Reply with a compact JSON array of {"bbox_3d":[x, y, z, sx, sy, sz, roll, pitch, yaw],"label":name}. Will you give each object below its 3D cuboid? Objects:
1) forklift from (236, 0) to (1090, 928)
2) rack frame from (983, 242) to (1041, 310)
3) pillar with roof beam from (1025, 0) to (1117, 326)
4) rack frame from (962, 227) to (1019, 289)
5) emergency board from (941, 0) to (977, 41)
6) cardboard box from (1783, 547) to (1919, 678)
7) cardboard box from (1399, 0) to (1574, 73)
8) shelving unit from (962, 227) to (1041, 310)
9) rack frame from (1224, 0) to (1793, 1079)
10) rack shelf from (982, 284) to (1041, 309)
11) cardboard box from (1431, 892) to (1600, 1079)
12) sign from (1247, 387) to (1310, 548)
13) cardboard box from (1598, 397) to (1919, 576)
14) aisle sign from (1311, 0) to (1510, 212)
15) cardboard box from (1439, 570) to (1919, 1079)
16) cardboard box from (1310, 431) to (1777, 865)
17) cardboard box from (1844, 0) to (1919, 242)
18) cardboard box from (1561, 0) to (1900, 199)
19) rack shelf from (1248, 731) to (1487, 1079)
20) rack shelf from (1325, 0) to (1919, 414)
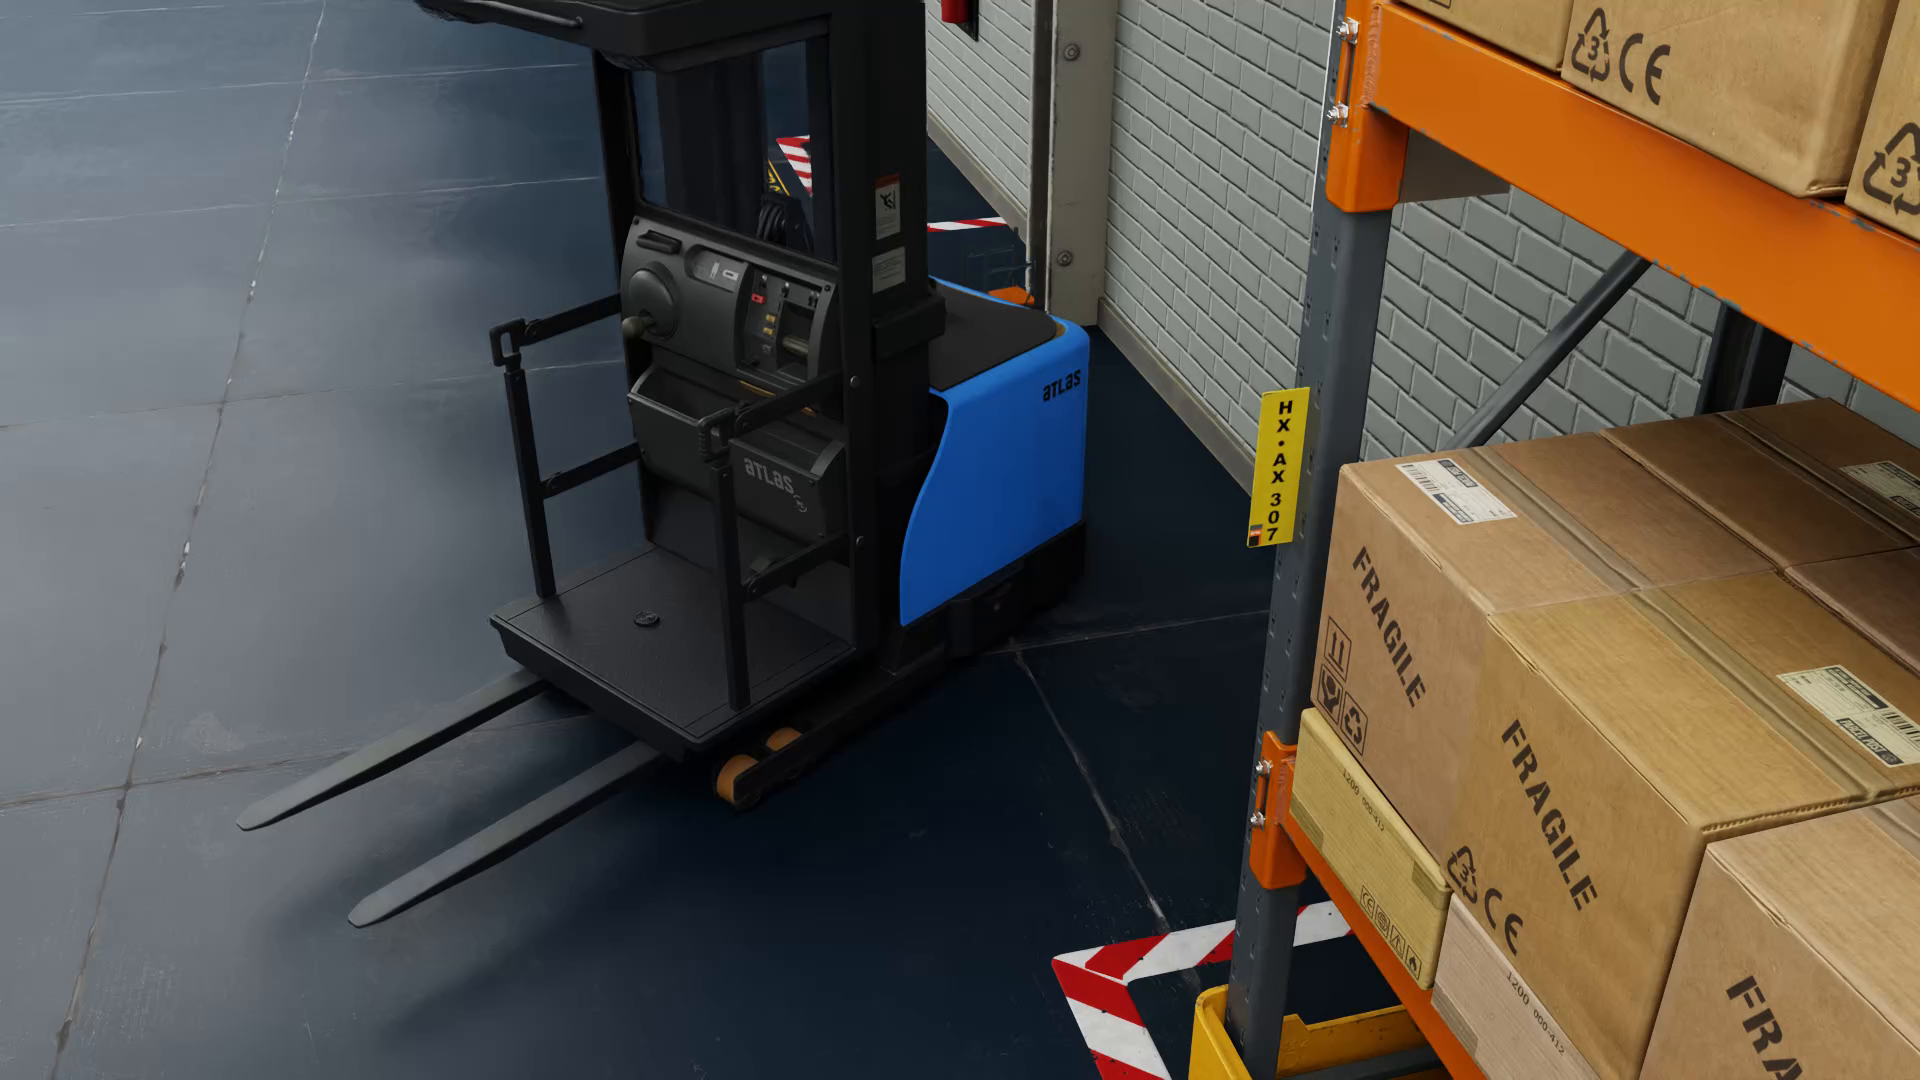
[{"bbox_3d":[-0.874,-0.706,5.043,1.130,2.935,3.031,24,38,35],"label":"forklift"},{"bbox_3d":[0.198,-0.586,6.565,0.240,1.200,0.006,-14,33,-22],"label":"rack frame"},{"bbox_3d":[-3.600,-4.530,5.593,9.100,9.000,0.400,-8,31,-13],"label":"pillar with roof beam"},{"bbox_3d":[0.118,-0.669,6.707,0.240,1.200,0.006,-14,33,-22],"label":"rack frame"},{"bbox_3d":[-0.069,-3.704,10.155,0.194,1.169,0.643,-8,31,-13],"label":"emergency board"},{"bbox_3d":[1.577,0.345,2.541,0.500,0.500,0.500,-7,31,-13],"label":"cardboard box"},{"bbox_3d":[0.971,-0.986,2.345,0.500,0.500,0.500,-7,31,-12],"label":"cardboard box"},{"bbox_3d":[0.158,-0.627,6.636,0.258,1.200,0.189,-14,33,-22],"label":"shelving unit"},{"bbox_3d":[1.123,0.169,3.463,1.000,3.000,0.127,-8,31,-13],"label":"rack frame"},{"bbox_3d":[0.158,-0.900,6.478,0.258,0.103,0.180,-14,33,-22],"label":"rack shelf"},{"bbox_3d":[1.098,0.752,2.586,0.500,0.250,0.500,-9,31,-15],"label":"cardboard box"},{"bbox_3d":[0.600,-0.133,3.122,0.100,0.325,0.005,-8,31,-13],"label":"sign"},{"bbox_3d":[1.453,0.100,2.964,0.500,0.500,0.500,-8,31,-14],"label":"cardboard box"},{"bbox_3d":[0.815,-0.951,2.803,0.394,0.787,0.004,-8,31,-13],"label":"aisle sign"},{"bbox_3d":[1.081,0.411,2.426,0.500,0.500,0.500,-8,31,-13],"label":"cardboard box"},{"bbox_3d":[0.960,0.171,2.841,0.500,0.500,0.500,-8,31,-13],"label":"cardboard box"},{"bbox_3d":[1.220,-0.472,1.457,0.500,0.500,0.500,-6,31,-11],"label":"cardboard box"},{"bbox_3d":[1.079,-0.722,1.889,0.500,0.500,0.500,-6,31,-10],"label":"cardboard box"},{"bbox_3d":[1.654,1.446,1.975,1.077,0.370,4.000,-8,31,-13],"label":"rack shelf"},{"bbox_3d":[1.654,0.148,1.223,1.077,0.370,4.000,-8,31,-13],"label":"rack shelf"}]
